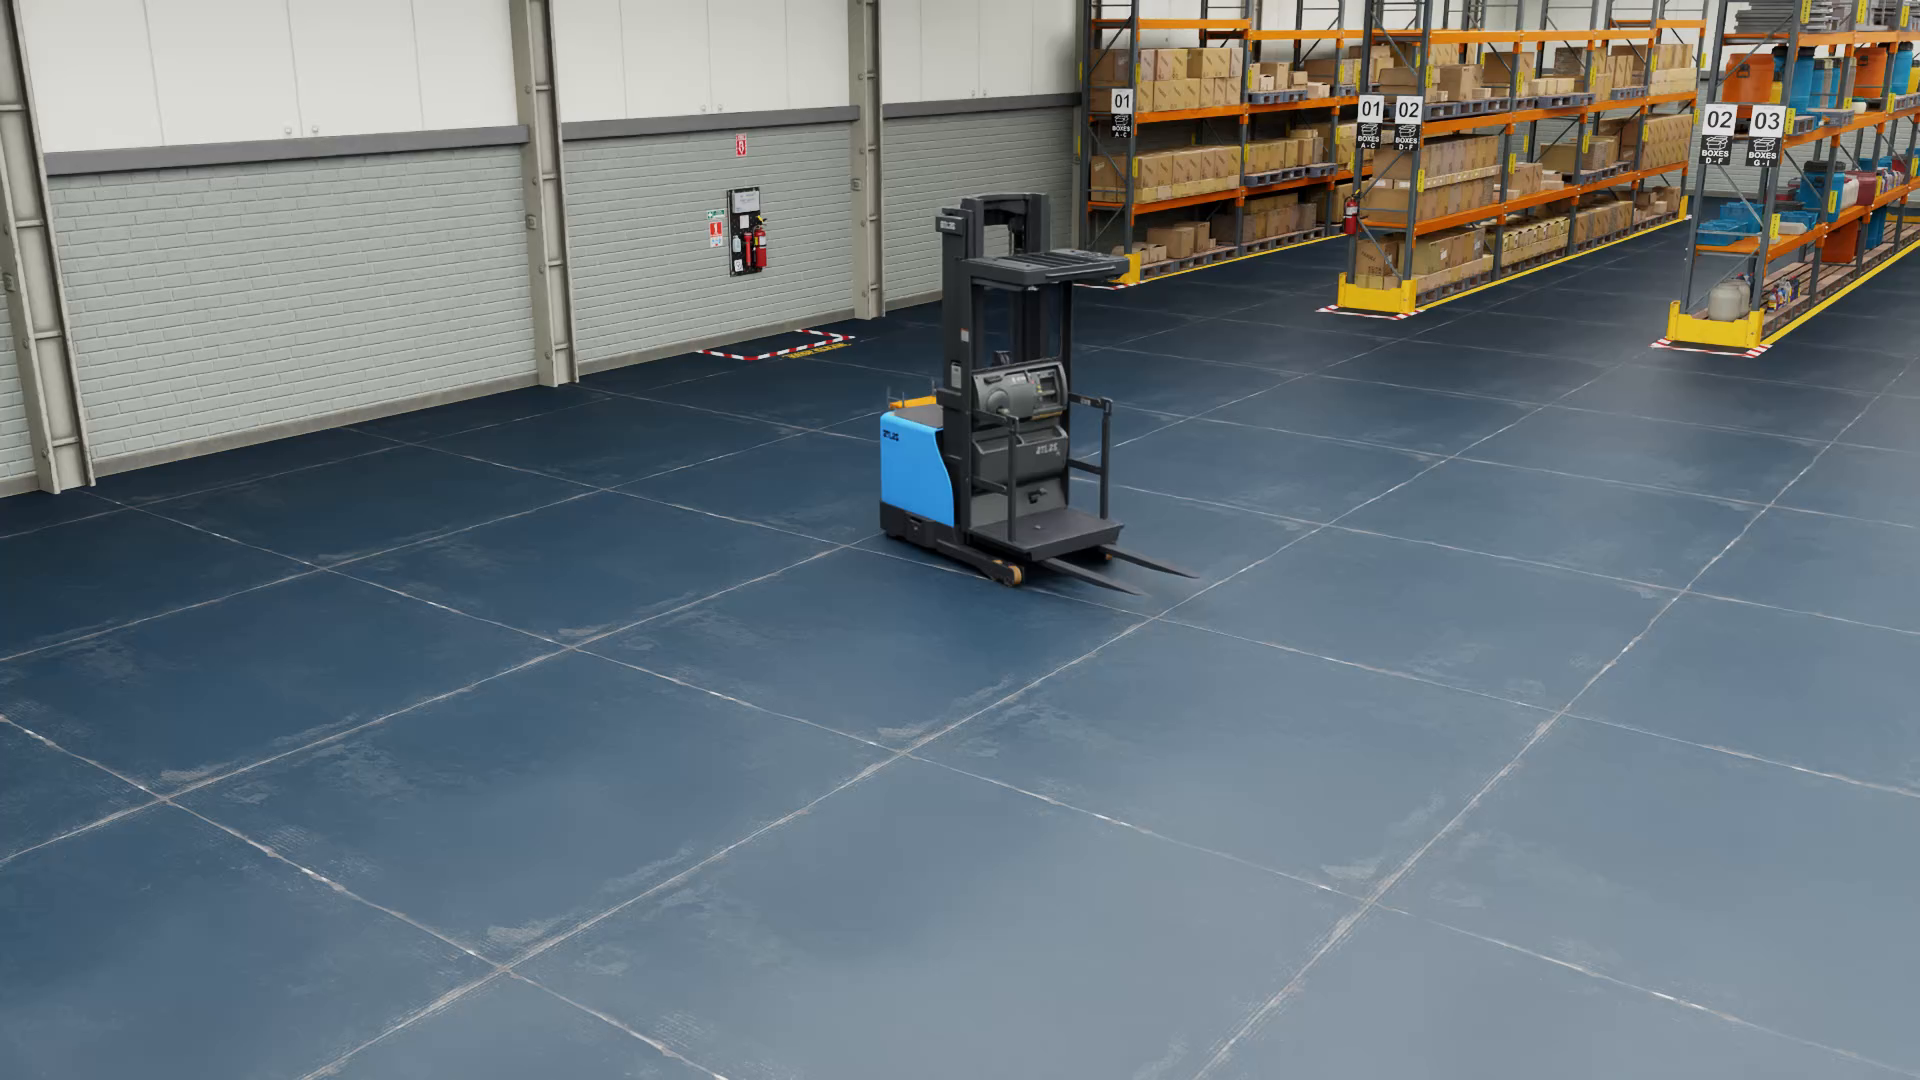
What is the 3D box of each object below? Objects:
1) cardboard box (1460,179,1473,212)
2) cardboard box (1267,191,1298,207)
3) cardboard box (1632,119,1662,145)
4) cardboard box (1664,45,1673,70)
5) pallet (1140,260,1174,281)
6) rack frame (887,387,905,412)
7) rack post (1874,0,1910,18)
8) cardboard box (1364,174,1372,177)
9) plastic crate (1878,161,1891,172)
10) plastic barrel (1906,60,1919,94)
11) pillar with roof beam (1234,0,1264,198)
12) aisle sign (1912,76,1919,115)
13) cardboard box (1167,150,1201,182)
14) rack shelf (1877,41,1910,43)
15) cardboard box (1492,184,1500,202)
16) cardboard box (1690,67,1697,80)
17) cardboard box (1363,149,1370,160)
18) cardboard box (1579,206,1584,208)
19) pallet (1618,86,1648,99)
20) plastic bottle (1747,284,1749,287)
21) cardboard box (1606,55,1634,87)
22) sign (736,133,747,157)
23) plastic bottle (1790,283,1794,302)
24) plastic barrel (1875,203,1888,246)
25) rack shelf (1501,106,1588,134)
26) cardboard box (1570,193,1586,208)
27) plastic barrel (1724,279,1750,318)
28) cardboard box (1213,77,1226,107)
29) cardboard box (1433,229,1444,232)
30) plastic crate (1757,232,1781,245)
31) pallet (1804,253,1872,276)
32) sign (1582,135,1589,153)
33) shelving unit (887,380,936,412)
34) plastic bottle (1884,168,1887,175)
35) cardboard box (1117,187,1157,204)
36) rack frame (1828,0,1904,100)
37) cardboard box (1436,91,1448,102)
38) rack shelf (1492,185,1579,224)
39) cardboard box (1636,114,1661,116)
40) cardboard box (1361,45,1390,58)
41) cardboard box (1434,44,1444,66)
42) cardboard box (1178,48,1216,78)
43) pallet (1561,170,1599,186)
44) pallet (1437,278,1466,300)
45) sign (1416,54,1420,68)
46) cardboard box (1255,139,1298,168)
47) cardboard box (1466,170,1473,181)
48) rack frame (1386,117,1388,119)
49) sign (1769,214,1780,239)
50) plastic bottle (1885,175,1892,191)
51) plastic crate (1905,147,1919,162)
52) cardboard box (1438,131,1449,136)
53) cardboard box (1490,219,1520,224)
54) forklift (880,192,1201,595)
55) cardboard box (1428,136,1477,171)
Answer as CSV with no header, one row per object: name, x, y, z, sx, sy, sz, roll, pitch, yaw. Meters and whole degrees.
cardboard box,7.978,-5.679,27.306,0.700,0.500,0.500,13,21,35
cardboard box,6.475,-6.880,33.550,0.500,0.250,0.500,13,21,36
cardboard box,14.429,-8.600,35.025,0.500,0.500,0.500,12,21,33
cardboard box,14.579,-10.184,35.067,0.700,0.500,0.500,12,21,35
pallet,3.043,-4.779,29.278,1.003,0.211,1.213,12,21,35
rack frame,-0.553,-0.728,14.563,0.015,1.200,0.240,-13,21,-37
rack post,15.607,-9.069,28.402,0.954,0.300,0.937,12,21,35
cardboard box,9.352,-7.760,37.091,0.750,0.750,0.750,13,21,35
plastic crate,18.600,-7.529,33.611,0.416,0.233,0.300,12,21,35
plastic barrel,17.211,-8.483,30.419,0.600,0.588,0.600,0,17,0
pillar with roof beam,9.240,-9.759,30.495,9.100,9.000,0.400,12,21,35
aisle sign,19.779,-9.277,34.676,0.394,0.787,0.004,12,21,35
cardboard box,3.924,-6.625,29.475,0.500,0.500,0.500,13,22,36
rack shelf,18.783,-9.820,32.580,1.077,0.370,4.000,12,21,35
cardboard box,9.107,-6.037,28.880,0.500,0.250,0.500,14,22,38
cardboard box,15.898,-10.274,36.623,0.500,0.250,0.500,12,21,35
cardboard box,8.363,-8.322,35.280,0.500,0.500,0.500,12,21,34
cardboard box,12.217,-6.466,33.482,0.500,0.500,0.500,11,21,33
pallet,13.171,-9.089,33.714,1.213,0.211,1.003,12,21,35
plastic bottle,11.779,-3.732,25.054,0.152,0.276,0.135,12,21,35
cardboard box,13.256,-9.511,33.710,0.600,0.600,0.600,10,20,30
sign,-2.955,-5.337,22.463,0.001,0.298,0.199,12,21,35
plastic bottle,12.495,-3.724,25.017,0.061,0.283,0.133,14,22,38
plastic barrel,17.254,-6.085,31.611,0.600,0.901,0.708,12,21,35
rack shelf,10.041,-7.549,29.651,1.077,0.370,4.000,12,21,35
cardboard box,12.237,-6.834,33.401,0.500,0.250,0.500,12,21,34
plastic barrel,11.071,-3.457,23.805,0.421,0.512,0.421,0,17,0
cardboard box,4.454,-8.066,29.900,0.500,0.500,0.500,10,20,30
cardboard box,7.725,-4.936,27.745,0.500,0.500,0.500,12,21,35
plastic crate,11.233,-4.185,23.108,0.298,0.136,0.250,12,21,35
pallet,15.644,-4.924,29.744,1.003,0.211,1.213,12,21,35
sign,11.680,-7.392,31.038,0.100,0.325,0.005,12,21,35
shelving unit,-0.362,-0.774,14.708,0.503,1.200,0.258,-13,21,-37
plastic bottle,17.191,-6.738,30.968,0.144,0.351,0.185,12,21,35
cardboard box,3.031,-5.904,28.416,0.500,0.250,0.500,12,21,33
rack frame,15.208,-8.925,27.812,1.000,3.000,0.127,12,21,35
cardboard box,7.308,-6.860,25.699,0.380,0.149,0.250,12,21,35
rack shelf,10.041,-6.117,30.096,1.077,0.370,4.000,12,21,35
cardboard box,15.217,-9.182,36.900,0.500,0.500,0.500,13,21,35
cardboard box,9.005,-10.626,36.170,0.500,0.250,0.500,14,22,39
cardboard box,10.586,-10.975,37.581,0.500,0.500,0.500,12,21,34
cardboard box,4.167,-8.400,29.289,0.500,0.500,0.500,12,21,33
pallet,11.580,-7.019,32.111,1.213,0.211,1.003,12,21,35
pallet,7.615,-4.178,27.343,1.003,0.211,1.213,12,21,35
sign,10.077,-10.500,36.537,0.100,0.325,0.005,12,21,35
cardboard box,6.255,-7.655,32.924,0.700,0.500,0.500,12,21,35
cardboard box,8.101,-5.937,27.041,0.380,0.149,0.250,13,22,36
rack frame,9.635,-8.764,37.407,1.000,3.000,0.127,12,21,35
sign,10.881,-4.189,22.208,0.100,0.325,0.005,12,21,35
plastic bottle,17.018,-6.564,30.531,0.152,0.276,0.135,12,21,35
plastic crate,19.925,-7.899,34.460,0.616,0.435,0.499,12,21,35
cardboard box,10.836,-9.381,38.890,0.980,0.700,0.700,11,20,32
cardboard box,10.072,-5.771,30.753,0.500,0.311,0.500,12,21,33
forklift,0.622,-1.201,13.168,1.130,2.935,3.031,-13,22,-37
cardboard box,7.991,-6.305,27.132,0.700,0.500,0.500,12,21,35
